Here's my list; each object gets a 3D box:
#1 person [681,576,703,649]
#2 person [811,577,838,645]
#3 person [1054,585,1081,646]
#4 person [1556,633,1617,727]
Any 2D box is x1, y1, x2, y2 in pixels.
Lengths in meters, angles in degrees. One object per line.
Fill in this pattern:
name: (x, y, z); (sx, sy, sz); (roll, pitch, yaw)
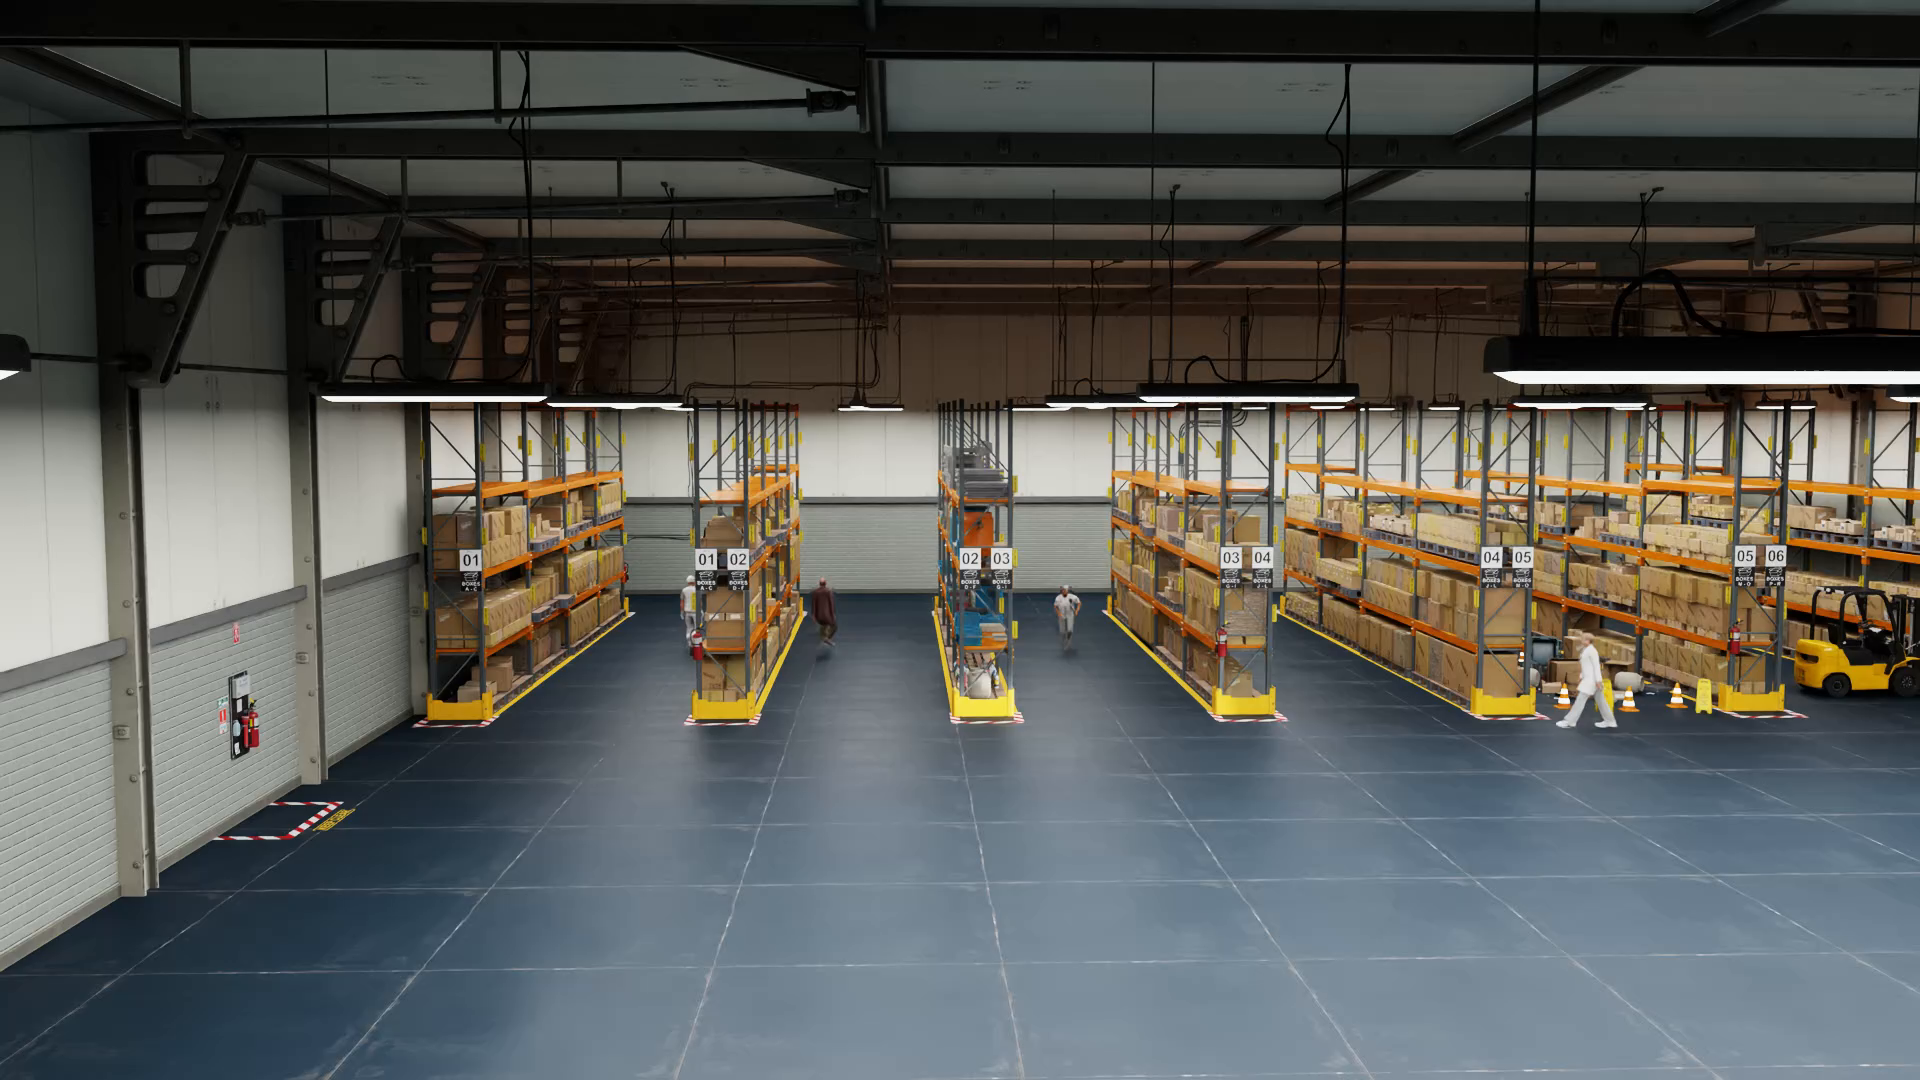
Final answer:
person: (-6.536, 1.762, 40.493); (0.588, 1.784, 0.528); (1, 5, 16)
person: (-3.241, 1.694, 39.746); (0.625, 1.604, 0.651); (1, 5, 17)
person: (2.593, 1.808, 40.024); (0.656, 1.489, 0.757); (1, 4, 9)
person: (11.401, 2.539, 30.225); (1.062, 1.718, 0.629); (1, 5, 17)
